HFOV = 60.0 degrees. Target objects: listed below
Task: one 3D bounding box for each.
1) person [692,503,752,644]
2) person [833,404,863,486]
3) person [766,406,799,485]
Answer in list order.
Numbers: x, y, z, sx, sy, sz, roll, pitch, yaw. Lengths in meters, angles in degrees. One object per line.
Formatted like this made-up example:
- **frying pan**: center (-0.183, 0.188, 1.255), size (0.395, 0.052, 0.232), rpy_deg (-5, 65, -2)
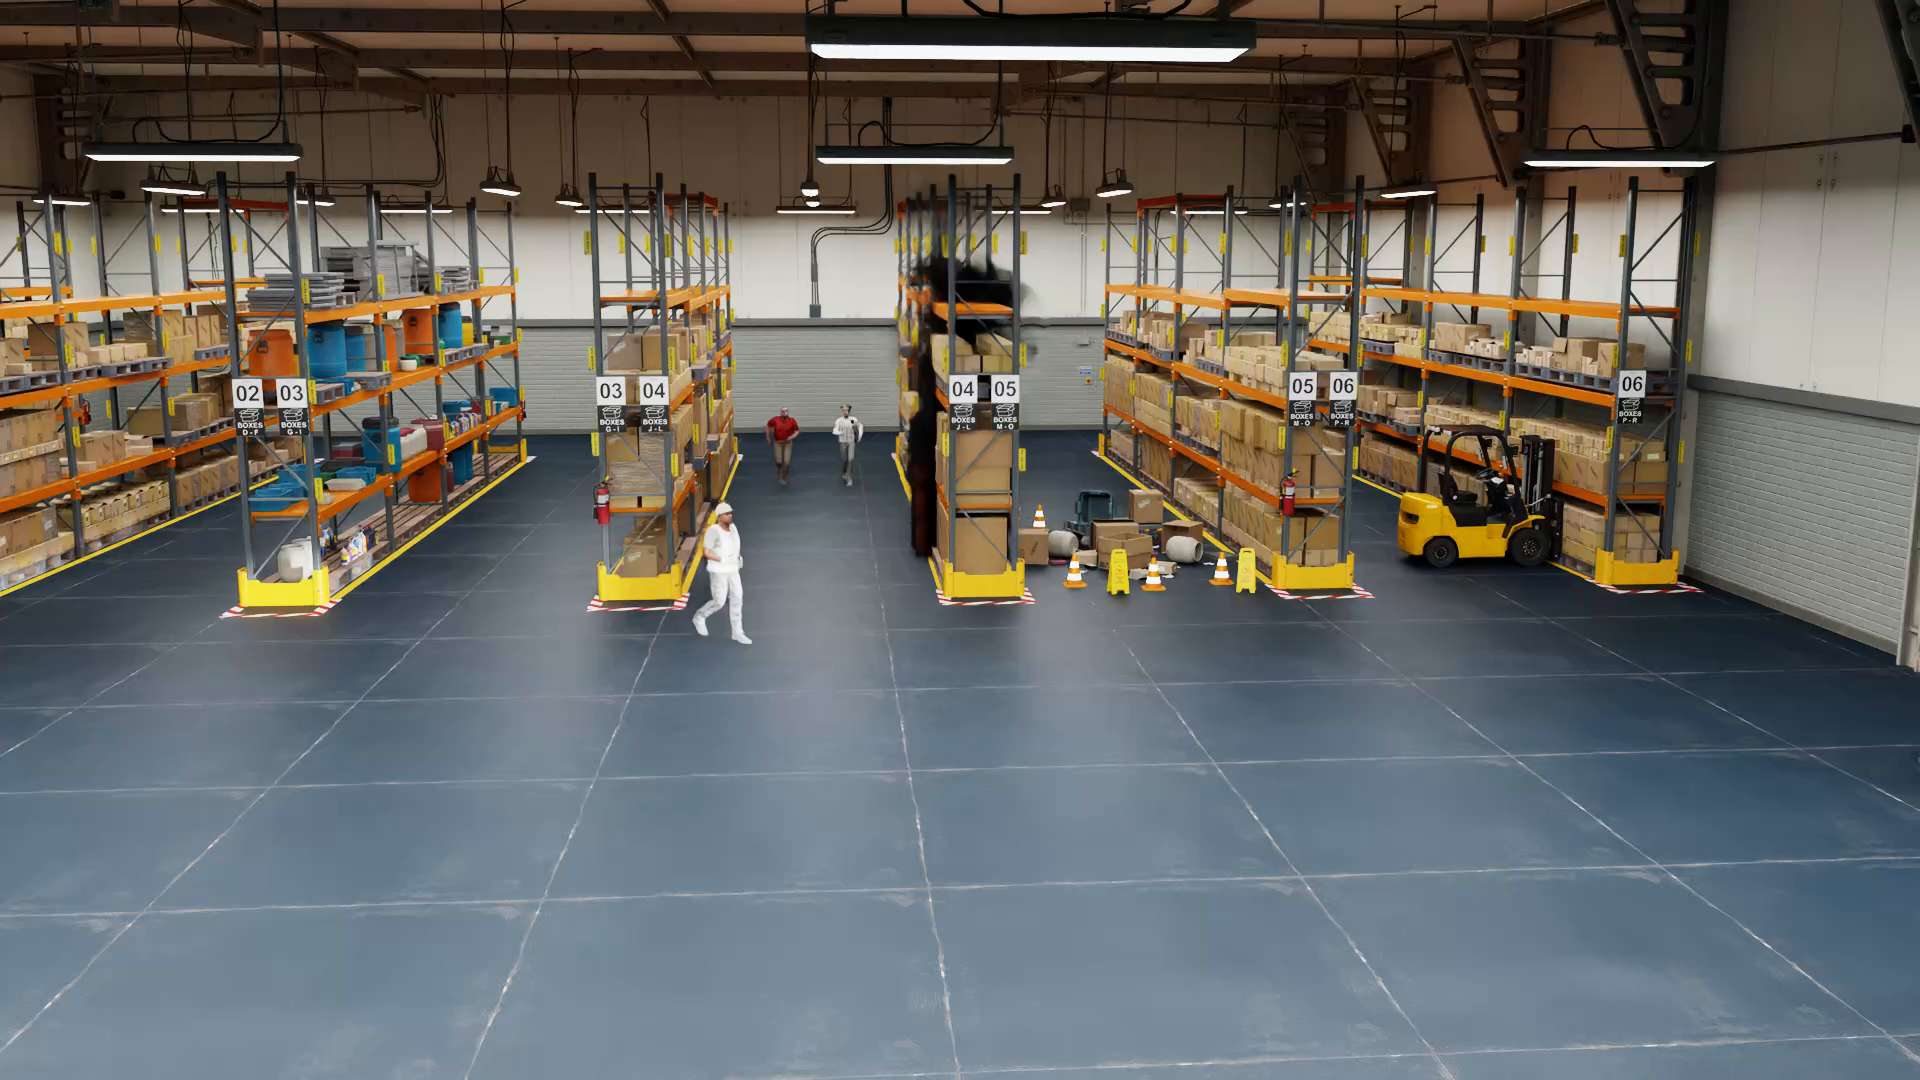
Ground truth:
- **person**: center (-3.040, 0.411, 21.257), size (0.861, 1.796, 0.706), rpy_deg (6, 12, 31)
- **person**: center (-2.391, -2.041, 35.430), size (0.618, 1.718, 0.862), rpy_deg (0, 10, 1)
- **person**: center (-3.765, -1.997, 35.309), size (0.704, 1.680, 0.692), rpy_deg (-1, 10, -6)
